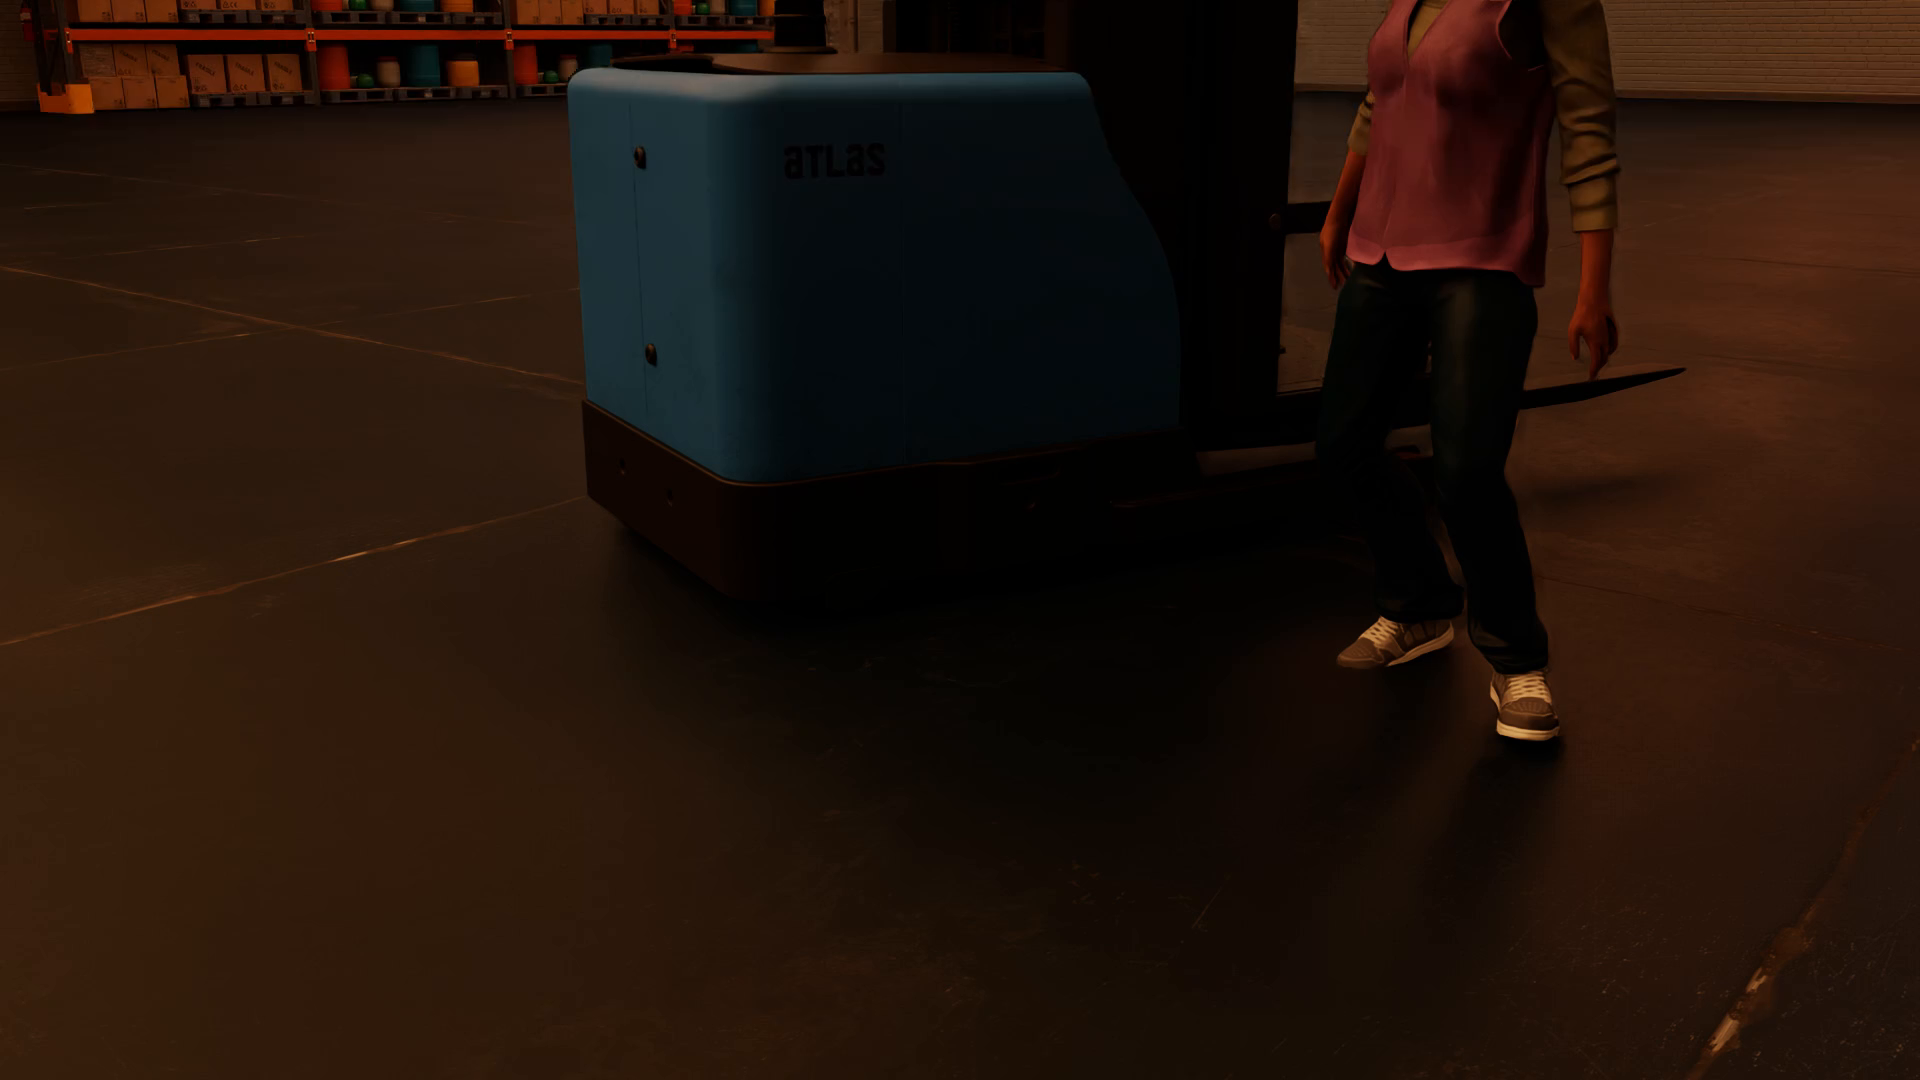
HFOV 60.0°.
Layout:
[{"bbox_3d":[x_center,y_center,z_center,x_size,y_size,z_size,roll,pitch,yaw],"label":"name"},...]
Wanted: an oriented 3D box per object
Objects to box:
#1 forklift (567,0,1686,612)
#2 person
[{"bbox_3d":[0.624,-1.550,4.003,3.031,2.935,1.130,-10,19,-29],"label":"forklift"},{"bbox_3d":[0.848,-0.460,2.867,0.366,1.568,0.707,-9,19,-26],"label":"person"}]
